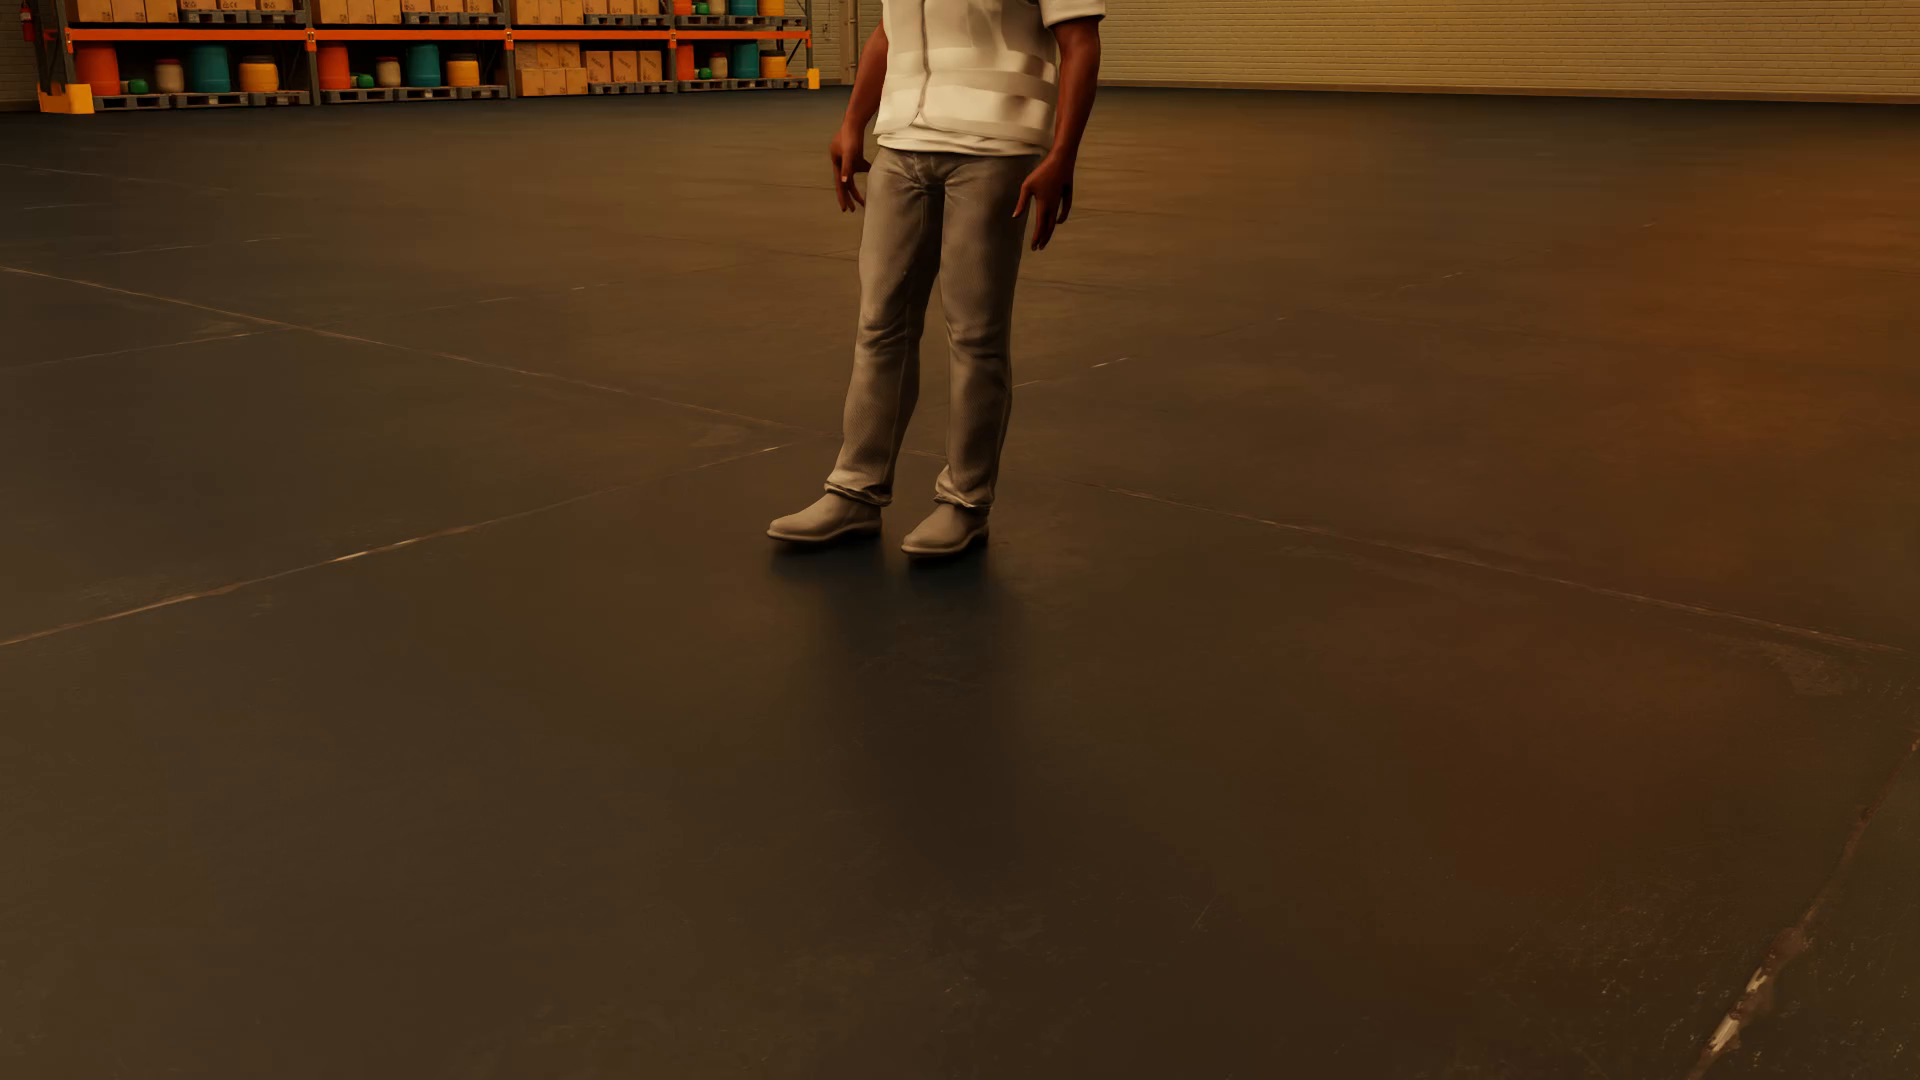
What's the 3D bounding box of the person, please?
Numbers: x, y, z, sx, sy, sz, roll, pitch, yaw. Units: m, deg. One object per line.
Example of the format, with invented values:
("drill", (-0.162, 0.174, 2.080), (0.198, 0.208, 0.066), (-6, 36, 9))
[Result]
("person", (-0.049, -0.837, 3.635), (0.665, 1.768, 0.575), (13, 21, 37))
